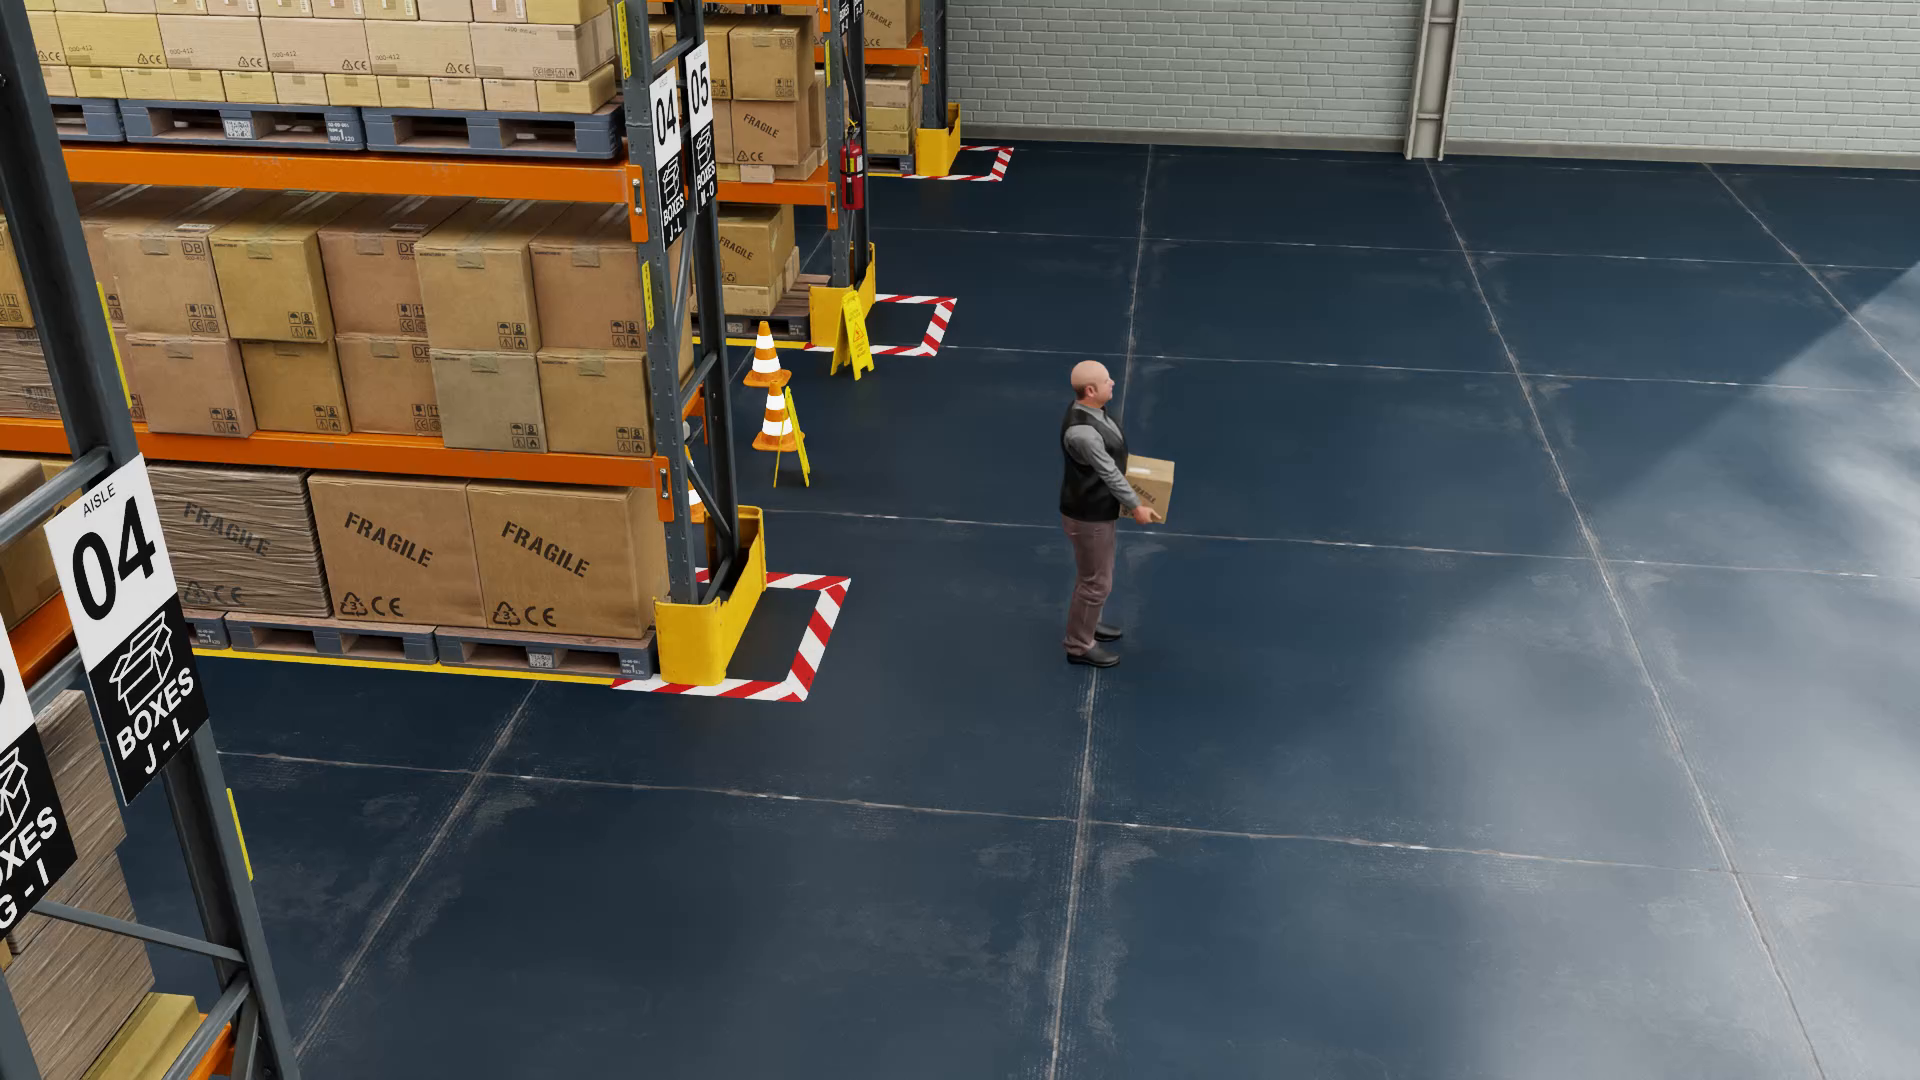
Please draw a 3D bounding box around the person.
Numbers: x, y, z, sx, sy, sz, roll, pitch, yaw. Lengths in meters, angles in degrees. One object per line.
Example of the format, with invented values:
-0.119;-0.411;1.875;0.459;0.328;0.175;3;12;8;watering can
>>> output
0.807;-0.150;8.937;0.546;1.714;0.494;4;28;7;person
